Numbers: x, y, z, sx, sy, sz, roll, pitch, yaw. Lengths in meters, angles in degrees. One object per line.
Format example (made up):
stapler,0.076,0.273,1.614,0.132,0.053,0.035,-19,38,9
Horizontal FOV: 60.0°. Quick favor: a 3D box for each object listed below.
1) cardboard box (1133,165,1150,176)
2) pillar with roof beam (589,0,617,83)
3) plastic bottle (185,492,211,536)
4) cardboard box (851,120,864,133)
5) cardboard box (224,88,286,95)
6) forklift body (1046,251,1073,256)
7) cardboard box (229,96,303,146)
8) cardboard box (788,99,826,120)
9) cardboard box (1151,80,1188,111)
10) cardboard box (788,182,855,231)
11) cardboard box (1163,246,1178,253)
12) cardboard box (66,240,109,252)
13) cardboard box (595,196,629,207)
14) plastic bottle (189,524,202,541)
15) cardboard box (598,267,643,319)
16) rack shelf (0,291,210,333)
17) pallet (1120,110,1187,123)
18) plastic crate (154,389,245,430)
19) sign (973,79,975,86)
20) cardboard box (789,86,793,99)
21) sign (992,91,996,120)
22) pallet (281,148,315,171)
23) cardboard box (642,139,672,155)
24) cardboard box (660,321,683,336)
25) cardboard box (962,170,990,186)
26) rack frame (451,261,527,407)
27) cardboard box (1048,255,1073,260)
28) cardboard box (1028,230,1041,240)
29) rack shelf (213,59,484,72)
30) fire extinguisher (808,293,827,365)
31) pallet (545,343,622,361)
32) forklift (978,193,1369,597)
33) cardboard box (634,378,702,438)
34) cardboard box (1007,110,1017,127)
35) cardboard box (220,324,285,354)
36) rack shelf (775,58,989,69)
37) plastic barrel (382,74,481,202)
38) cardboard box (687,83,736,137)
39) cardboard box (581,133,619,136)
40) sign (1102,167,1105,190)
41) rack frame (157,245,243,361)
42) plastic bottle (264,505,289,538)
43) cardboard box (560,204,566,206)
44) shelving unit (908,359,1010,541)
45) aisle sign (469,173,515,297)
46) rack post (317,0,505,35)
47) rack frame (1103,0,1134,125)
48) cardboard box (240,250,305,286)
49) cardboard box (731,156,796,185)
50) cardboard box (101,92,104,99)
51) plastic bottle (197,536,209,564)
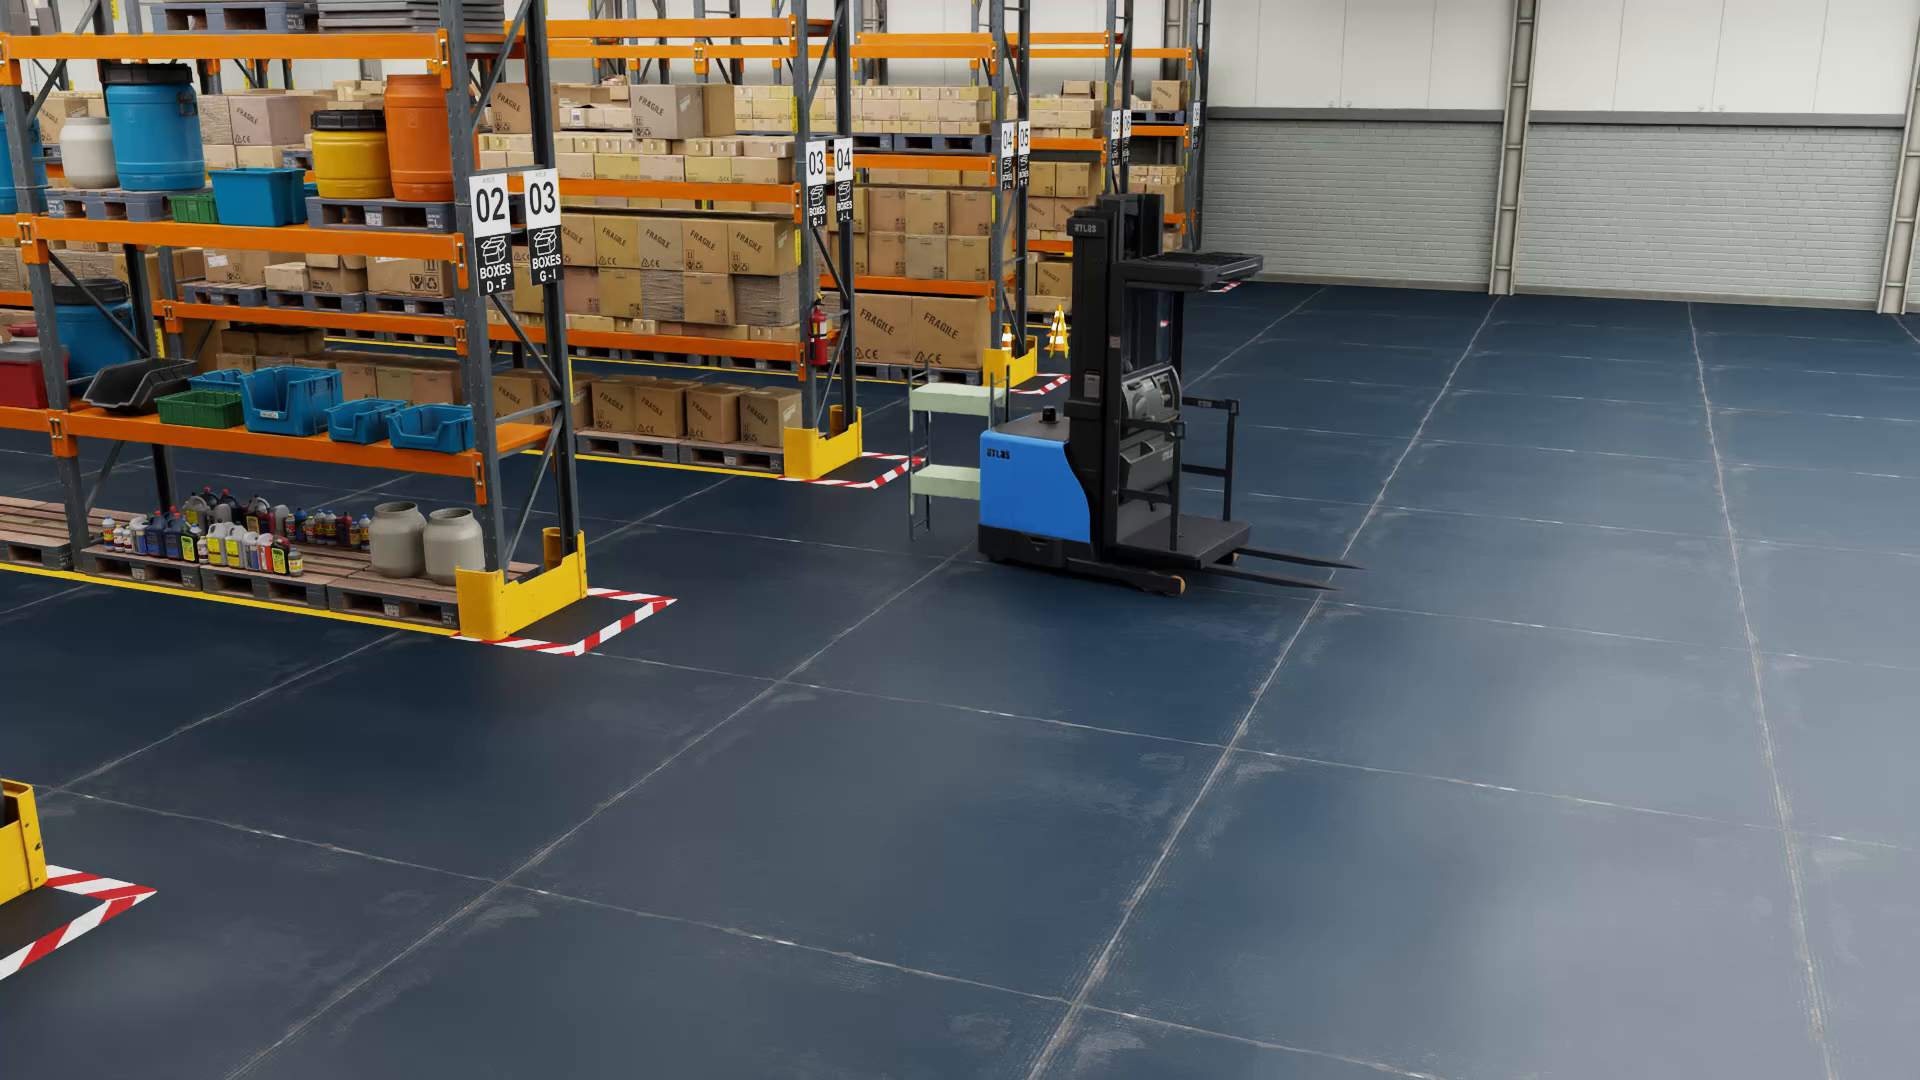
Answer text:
cardboard box,3.252,-6.561,29.516,0.250,0.149,0.380,7,17,22
pillar with roof beam,-8.903,-9.336,30.193,0.400,9.000,9.100,6,17,21
plastic bottle,-6.184,-0.217,13.502,0.185,0.351,0.144,6,17,21
cardboard box,-1.235,-5.129,20.600,0.250,0.149,0.380,7,17,21
cardboard box,-10.234,-6.308,24.209,0.500,0.500,0.700,6,17,21
forklift body,1.723,-5.353,28.753,1.214,2.155,2.313,6,17,21
cardboard box,-7.455,-4.511,17.876,0.500,0.500,0.500,6,17,19
cardboard box,-1.813,-5.402,20.825,0.500,0.250,0.500,6,17,20
cardboard box,3.656,-7.760,29.030,0.500,0.500,0.500,7,18,22
cardboard box,-1.767,-4.294,21.377,0.550,0.550,0.875,6,17,21
cardboard box,3.589,-5.129,29.744,0.500,0.250,0.500,6,17,20
cardboard box,-10.019,-3.676,19.477,0.637,0.503,0.797,7,17,22
cardboard box,-4.517,-4.548,22.487,0.500,0.500,0.700,6,17,21
plastic bottle,-5.911,0.008,12.871,0.097,0.271,0.097,0,16,0
cardboard box,-3.218,-2.572,16.941,0.500,0.500,0.875,6,17,21
rack shelf,-10.600,-2.859,19.932,4.000,0.370,1.077,6,17,21
pallet,3.509,-7.517,29.463,1.213,0.211,1.003,6,17,21
plastic crate,-5.676,-0.992,12.591,0.662,0.188,0.450,6,17,21
sign,0.246,-8.147,29.984,0.005,0.325,0.100,6,17,21
cardboard box,-1.941,-5.590,20.756,0.250,0.149,0.380,6,17,21
sign,0.405,-5.146,19.693,0.005,0.325,0.100,6,17,21
pallet,-6.519,-4.137,18.001,1.003,0.211,1.213,6,17,21
cardboard box,-2.878,-3.824,16.139,0.250,0.149,0.380,5,17,18
cardboard box,-2.807,-2.160,16.685,0.250,0.149,0.380,6,17,21
cardboard box,0.390,-5.585,25.524,0.500,0.500,0.700,6,17,20
rack frame,-5.018,-2.591,17.717,0.127,3.000,1.000,6,17,21
cardboard box,1.668,-4.150,25.920,0.500,0.500,0.500,6,17,19
cardboard box,1.155,-4.661,25.300,0.250,0.149,0.380,7,17,22
rack shelf,-8.686,-6.824,23.547,4.000,0.370,1.077,6,17,21
fire extinguisher,-1.360,-2.013,15.866,0.183,0.674,0.296,6,17,21
pallet,-4.989,-2.711,23.134,1.213,0.211,1.003,6,17,21
forklift,1.665,-1.139,12.841,3.031,2.935,1.130,10,19,31
cardboard box,-3.016,-1.372,17.250,0.500,0.500,0.500,8,18,26
cardboard box,0.812,-6.349,25.019,0.500,0.250,0.500,7,18,22
cardboard box,-8.105,-2.310,19.100,0.500,0.250,0.500,7,18,23
rack shelf,-1.425,-8.997,31.031,4.000,0.370,1.077,6,17,21
plastic barrel,-3.613,-2.762,11.404,0.708,0.830,0.600,6,17,21
cardboard box,-2.579,-4.275,16.529,0.500,0.500,0.500,6,17,20
cardboard box,-3.650,-4.071,16.990,0.250,0.149,0.380,7,18,23
sign,2.117,-5.318,24.467,0.005,0.325,0.100,6,17,21
rack frame,-8.739,-3.000,19.127,0.127,3.000,1.000,6,17,21
plastic bottle,-5.502,-0.148,13.399,0.135,0.276,0.152,7,17,22
cardboard box,-4.499,-3.287,17.610,0.500,0.500,0.500,6,17,21
shelving unit,-0.008,-0.723,13.975,0.755,1.500,0.431,7,17,22
aisle sign,-3.156,-2.061,11.230,0.004,0.787,0.394,6,17,21
rack post,-3.771,-3.648,11.496,0.954,0.300,0.937,8,18,27
rack frame,2.339,-7.633,24.325,0.127,3.000,1.000,6,17,21
cardboard box,-7.666,-3.173,18.792,0.500,0.500,0.700,9,19,29
cardboard box,-1.839,-3.533,15.853,0.500,0.250,0.500,7,17,22
cardboard box,-12.615,-6.636,24.927,0.250,0.149,0.380,7,18,23
plastic bottle,-5.806,0.071,12.779,0.097,0.201,0.097,0,16,0
